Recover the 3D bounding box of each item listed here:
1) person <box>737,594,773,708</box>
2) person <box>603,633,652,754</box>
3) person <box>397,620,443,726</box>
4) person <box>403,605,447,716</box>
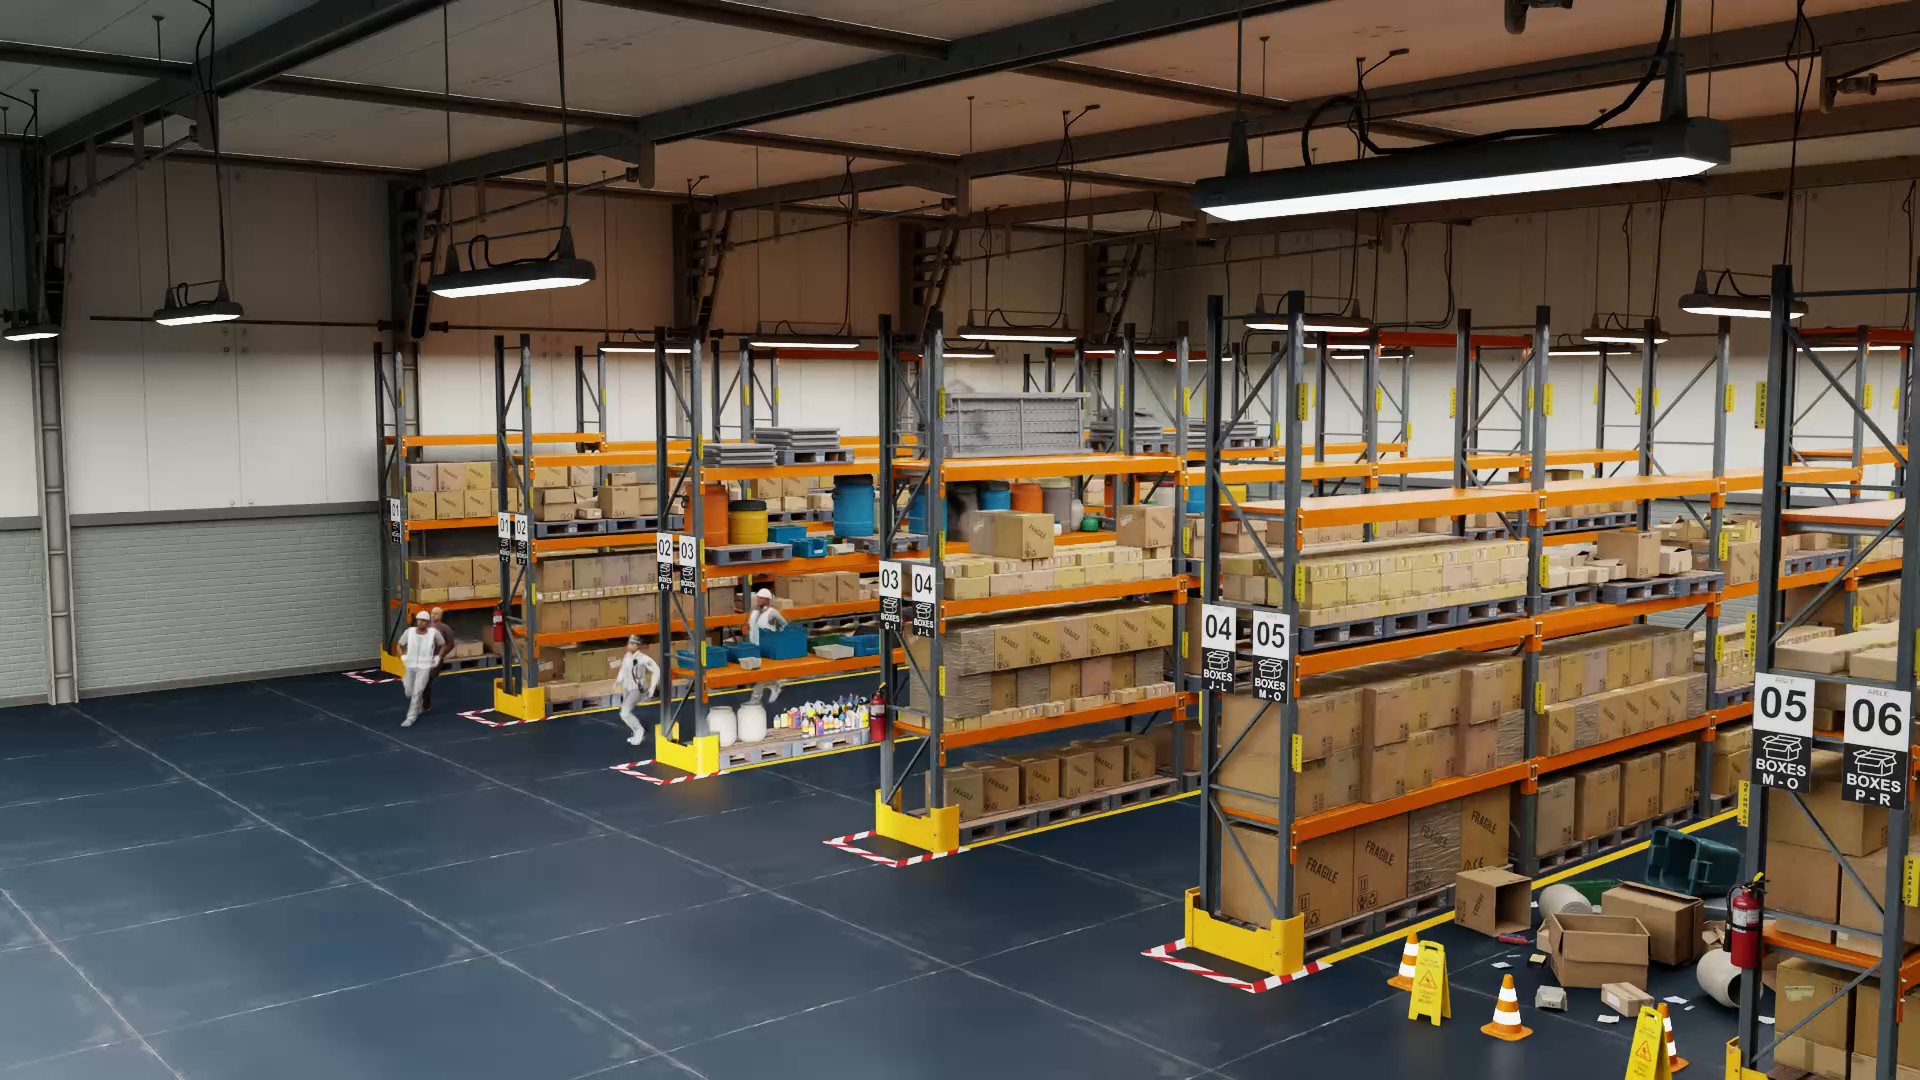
[{"bbox_3d":[-3.173,1.697,25.434,0.664,1.745,0.651,4,7,39],"label":"person"},{"bbox_3d":[-4.763,2.174,23.760,0.670,1.733,0.785,3,6,33],"label":"person"},{"bbox_3d":[-8.256,2.114,25.412,0.693,1.474,0.526,-1,5,-9],"label":"person"},{"bbox_3d":[-8.414,1.896,26.244,0.689,1.732,0.723,1,5,10],"label":"person"}]
